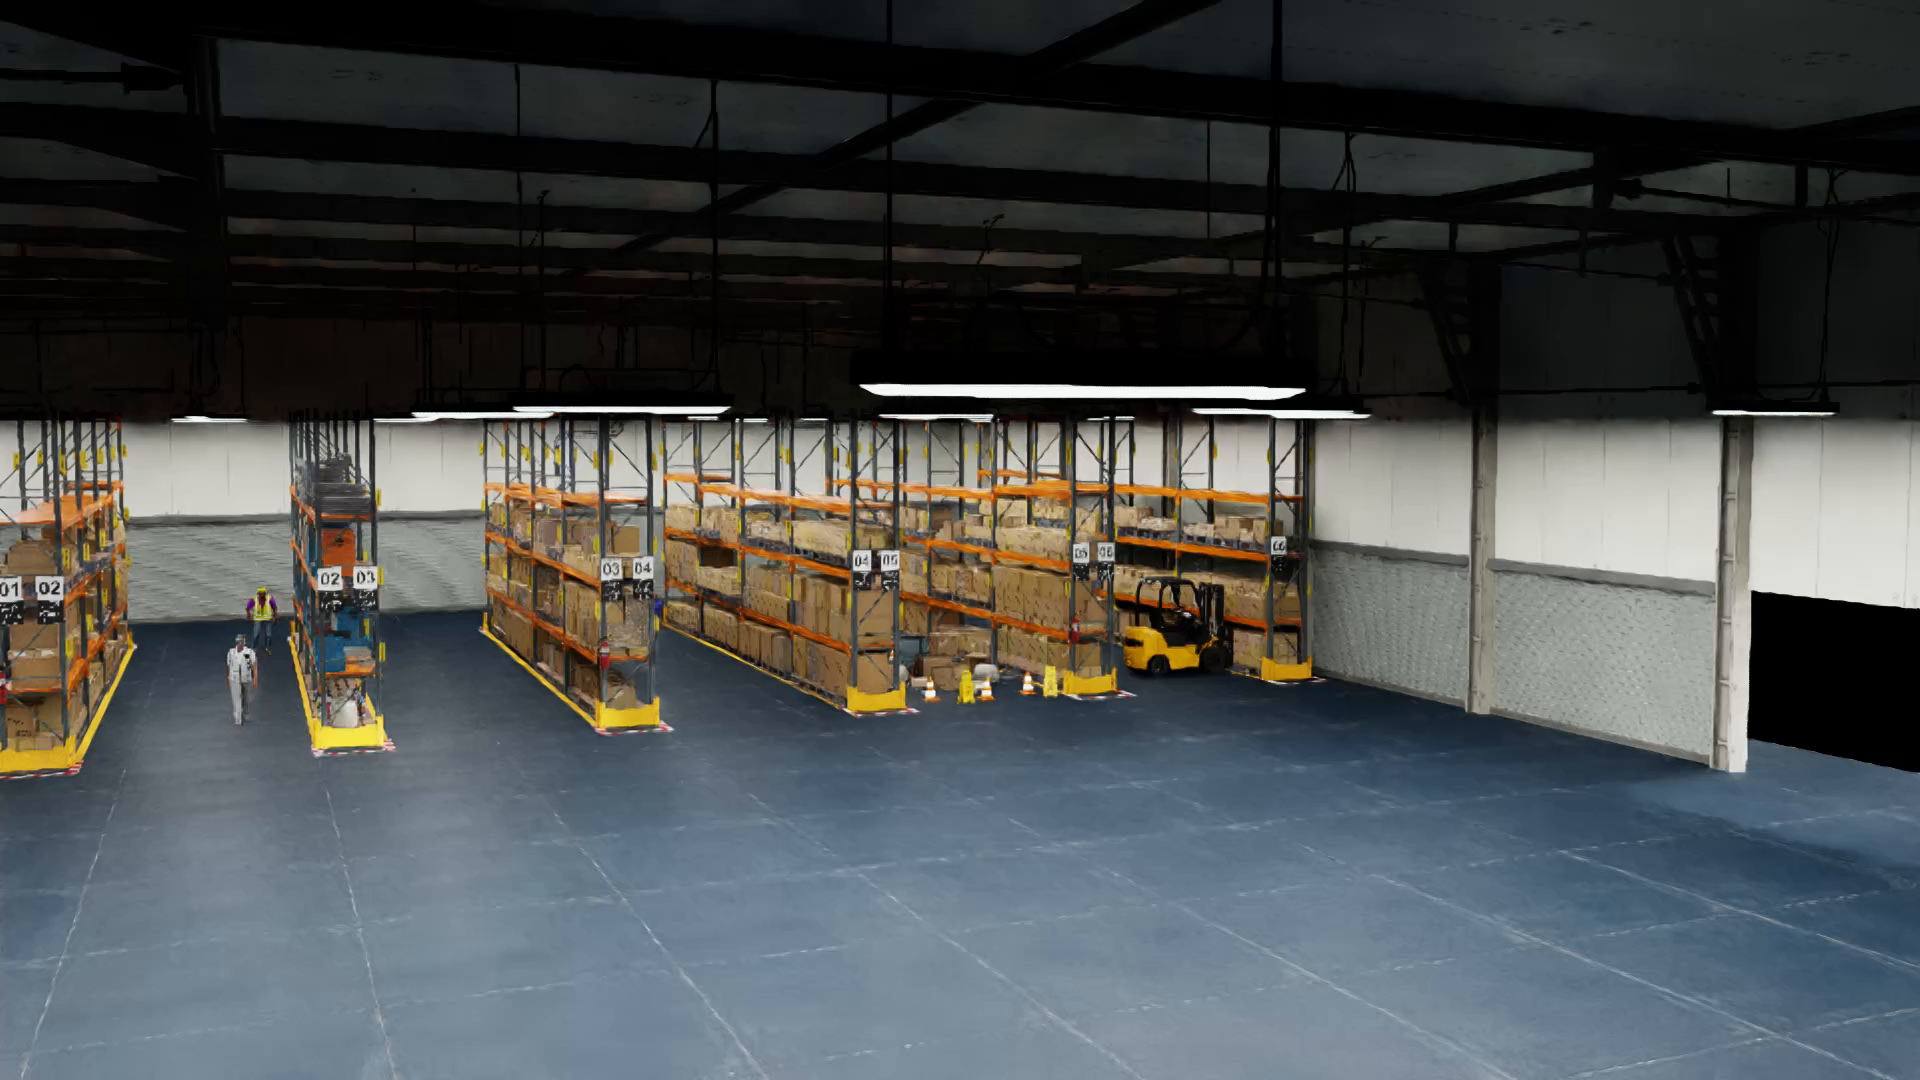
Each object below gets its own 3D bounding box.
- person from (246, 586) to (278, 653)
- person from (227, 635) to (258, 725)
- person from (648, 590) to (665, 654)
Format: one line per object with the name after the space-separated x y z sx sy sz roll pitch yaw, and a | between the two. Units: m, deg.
-17.336 1.982 41.308 0.719 1.714 0.578 -2 4 -24 | person
-13.686 2.640 31.722 0.556 1.712 1.030 -2 4 -24 | person
-7.603 2.023 41.341 0.454 1.596 0.999 -2 4 -24 | person
